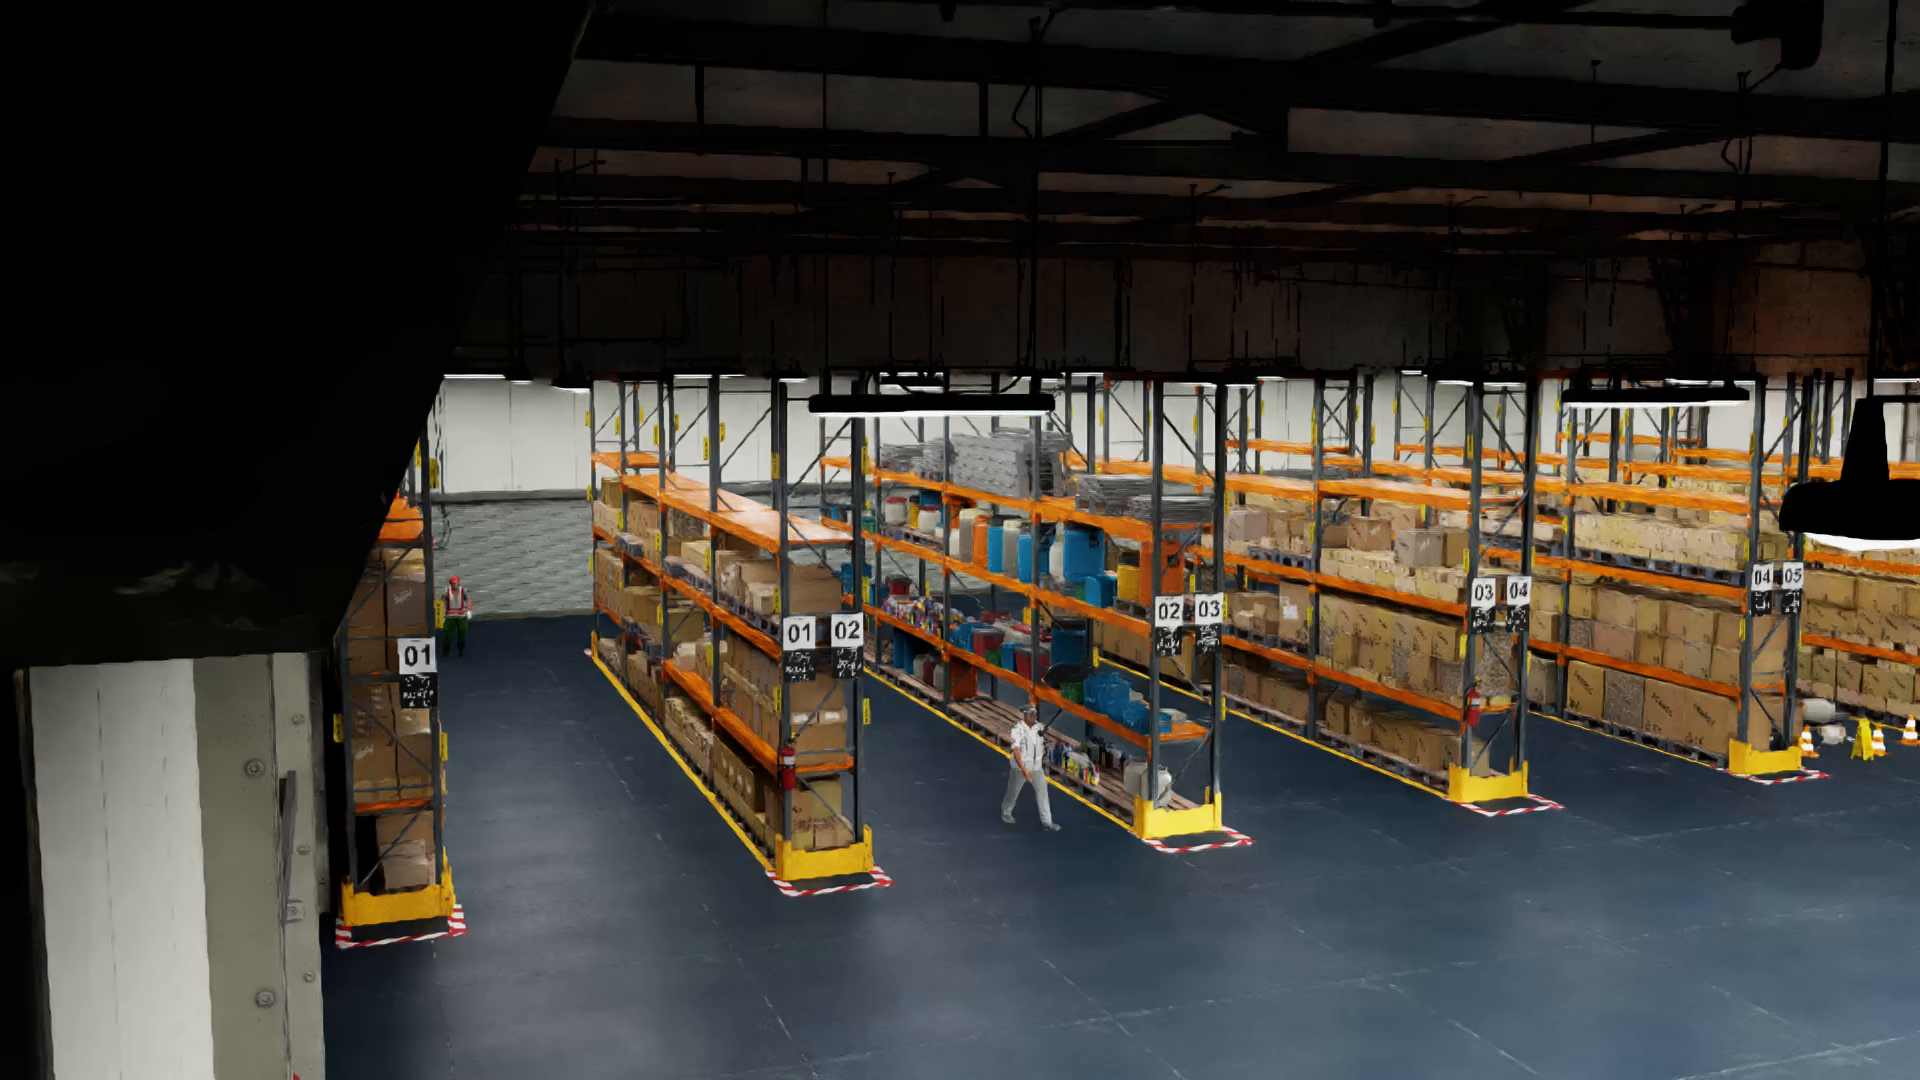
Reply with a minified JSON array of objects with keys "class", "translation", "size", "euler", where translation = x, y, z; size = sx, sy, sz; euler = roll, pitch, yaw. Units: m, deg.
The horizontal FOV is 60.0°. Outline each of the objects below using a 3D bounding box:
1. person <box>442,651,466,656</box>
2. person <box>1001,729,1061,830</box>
[{"class":"person","translation":[-10.658,2.342,34.999],"size":[0.490,0.211,0.320],"euler":[-3,7,-22]},{"class":"person","translation":[0.932,3.179,22.213],"size":[0.441,1.334,1.037],"euler":[-3,7,-29]}]
